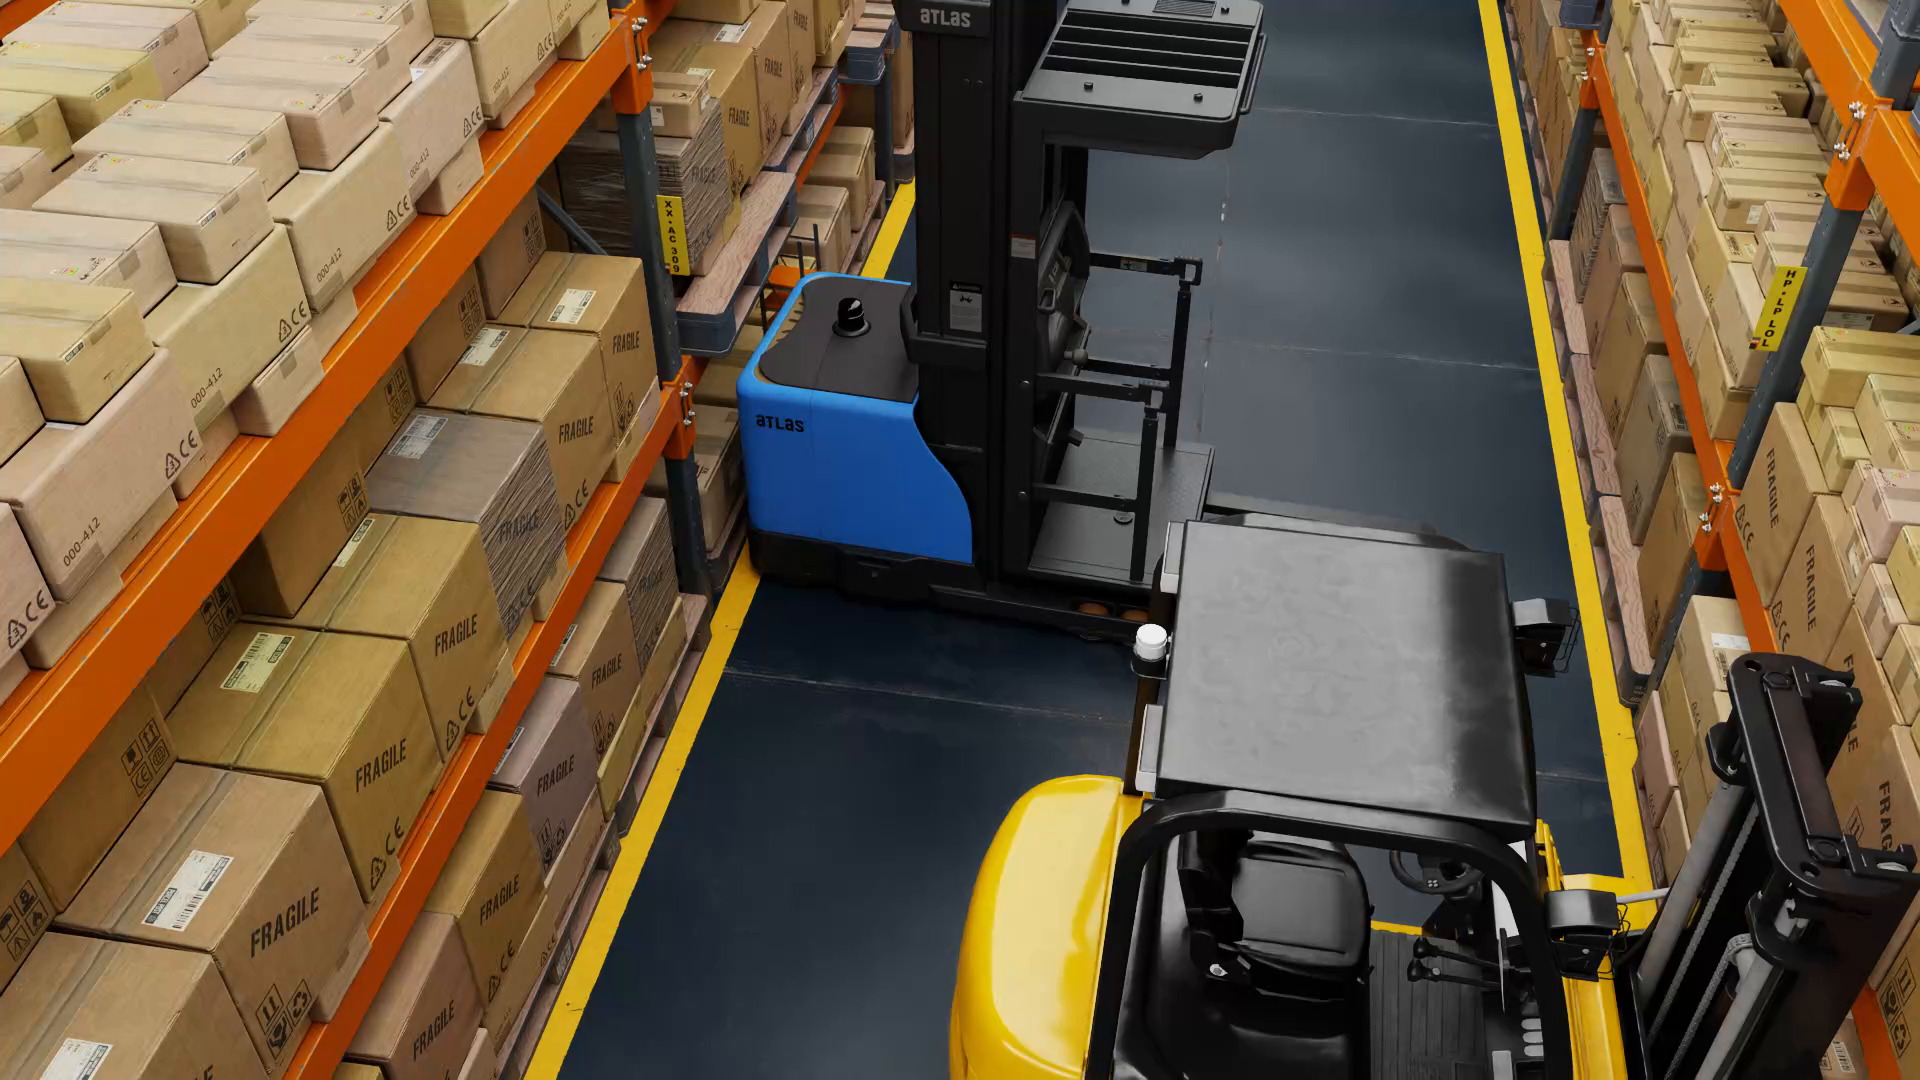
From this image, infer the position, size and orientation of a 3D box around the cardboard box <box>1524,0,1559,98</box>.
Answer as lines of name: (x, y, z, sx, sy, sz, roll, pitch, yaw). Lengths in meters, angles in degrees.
cardboard box: (4.095, -3.274, 11.085, 0.500, 0.500, 0.500, 5, 40, 6)

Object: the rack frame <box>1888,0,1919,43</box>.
rack frame: (3.285, -2.618, 3.951, 1.000, 3.000, 0.127, 6, 40, 8)

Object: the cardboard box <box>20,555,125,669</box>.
cardboard box: (-1.882, 0.090, 3.226, 0.380, 0.149, 0.250, 7, 40, 9)

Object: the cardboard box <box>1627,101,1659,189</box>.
cardboard box: (3.486, -1.868, 7.870, 0.500, 0.250, 0.500, 5, 40, 6)

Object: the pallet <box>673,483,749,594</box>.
pallet: (-1.471, -0.265, 8.002, 1.003, 0.211, 1.213, 6, 40, 8)

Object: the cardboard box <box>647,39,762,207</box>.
cardboard box: (-1.154, -1.743, 6.960, 0.500, 0.500, 0.500, 7, 40, 8)

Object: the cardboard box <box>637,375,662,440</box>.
cardboard box: (-1.359, -0.519, 6.318, 0.380, 0.149, 0.250, 6, 40, 7)

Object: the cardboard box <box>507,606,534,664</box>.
cardboard box: (-1.606, 0.276, 5.356, 0.380, 0.149, 0.250, 6, 40, 7)

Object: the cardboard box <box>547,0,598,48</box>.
cardboard box: (-1.416, -1.756, 5.147, 0.500, 0.250, 0.500, 6, 40, 7)

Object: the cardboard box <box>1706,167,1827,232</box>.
cardboard box: (3.162, -1.325, 6.508, 0.380, 0.149, 0.250, 5, 40, 6)

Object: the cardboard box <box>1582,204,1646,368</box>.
cardboard box: (3.751, -1.262, 8.554, 0.875, 0.625, 0.625, 8, 40, 9)

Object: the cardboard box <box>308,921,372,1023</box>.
cardboard box: (-1.789, 1.094, 4.367, 0.380, 0.149, 0.250, 7, 40, 8)

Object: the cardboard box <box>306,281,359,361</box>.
cardboard box: (-1.694, -0.554, 4.006, 0.380, 0.149, 0.250, 5, 40, 6)

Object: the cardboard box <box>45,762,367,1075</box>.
cardboard box: (-1.855, 0.914, 4.075, 0.500, 0.500, 0.500, 8, 40, 9)

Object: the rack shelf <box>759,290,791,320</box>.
rack shelf: (-0.791, -1.101, 7.863, 0.258, 0.103, 0.180, 11, 39, 16)

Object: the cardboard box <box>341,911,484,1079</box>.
cardboard box: (-1.795, 1.449, 4.980, 0.500, 0.500, 0.500, 5, 40, 6)

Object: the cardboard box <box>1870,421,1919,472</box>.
cardboard box: (2.946, -0.207, 4.922, 0.380, 0.149, 0.250, 6, 40, 7)

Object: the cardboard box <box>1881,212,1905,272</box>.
cardboard box: (3.700, -1.111, 6.249, 0.380, 0.149, 0.250, 6, 40, 8)

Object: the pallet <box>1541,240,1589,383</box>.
pallet: (3.797, -1.229, 9.168, 1.003, 0.211, 1.213, 6, 40, 8)

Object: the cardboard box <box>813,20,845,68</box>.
cardboard box: (-0.797, -2.524, 8.413, 0.380, 0.149, 0.250, 7, 40, 8)

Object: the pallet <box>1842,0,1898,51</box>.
pallet: (3.425, -1.943, 5.639, 0.805, 0.209, 1.217, 5, 40, 6)

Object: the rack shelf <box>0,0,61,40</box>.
rack shelf: (-6.151, -2.311, 8.853, 1.077, 0.370, 4.000, 6, 40, 8)

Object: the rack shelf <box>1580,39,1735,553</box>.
rack shelf: (3.631, -1.284, 7.610, 1.077, 0.370, 4.000, 6, 40, 8)

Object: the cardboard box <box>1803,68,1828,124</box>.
cardboard box: (3.874, -1.913, 7.219, 0.380, 0.149, 0.250, 7, 40, 9)

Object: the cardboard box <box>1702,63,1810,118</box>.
cardboard box: (3.469, -1.952, 7.267, 0.380, 0.149, 0.250, 6, 40, 8)

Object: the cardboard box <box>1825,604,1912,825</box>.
cardboard box: (2.791, 0.552, 4.747, 0.500, 0.500, 0.500, 6, 40, 7)

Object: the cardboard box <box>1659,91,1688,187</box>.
cardboard box: (3.400, -1.736, 7.318, 0.500, 0.250, 0.500, 7, 40, 8)

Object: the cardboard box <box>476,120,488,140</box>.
cardboard box: (-1.600, -1.213, 4.803, 0.380, 0.149, 0.250, 5, 40, 6)

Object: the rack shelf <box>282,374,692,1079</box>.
rack shelf: (-1.950, 0.681, 5.233, 1.077, 0.370, 4.000, 6, 40, 8)

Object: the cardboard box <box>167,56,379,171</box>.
cardboard box: (-1.618, -1.011, 3.933, 0.380, 0.149, 0.250, 7, 40, 8)

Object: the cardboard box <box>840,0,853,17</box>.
cardboard box: (-0.795, -3.035, 8.522, 0.500, 0.500, 0.500, 6, 40, 7)

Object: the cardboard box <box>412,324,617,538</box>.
cardboard box: (-1.518, -0.374, 5.633, 0.500, 0.500, 0.500, 8, 40, 9)

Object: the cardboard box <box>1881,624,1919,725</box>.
cardboard box: (2.721, 0.377, 4.450, 0.380, 0.149, 0.250, 5, 40, 6)

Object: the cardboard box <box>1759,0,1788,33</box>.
cardboard box: (4.080, -2.546, 7.985, 0.380, 0.149, 0.250, 6, 40, 8)

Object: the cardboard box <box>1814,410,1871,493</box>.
cardboard box: (2.928, -0.261, 5.221, 0.380, 0.149, 0.250, 7, 40, 9)

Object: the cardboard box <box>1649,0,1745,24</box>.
cardboard box: (3.568, -2.606, 8.057, 0.380, 0.149, 0.250, 7, 40, 9)

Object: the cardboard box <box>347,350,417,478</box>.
cardboard box: (-2.117, -0.507, 5.010, 0.700, 0.500, 0.500, 6, 40, 7)

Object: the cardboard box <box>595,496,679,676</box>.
cardboard box: (-1.442, 0.159, 6.541, 0.500, 0.500, 0.500, 6, 40, 7)

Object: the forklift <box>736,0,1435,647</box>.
forklift: (0.612, -1.035, 6.798, 3.031, 2.935, 1.130, 9, 40, 10)

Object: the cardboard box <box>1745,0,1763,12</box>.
cardboard box: (4.174, -2.639, 8.410, 0.500, 0.250, 0.500, 7, 40, 9)

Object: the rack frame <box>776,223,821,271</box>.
rack frame: (-0.757, -0.999, 8.050, 0.240, 1.200, 0.006, 11, 39, 16)

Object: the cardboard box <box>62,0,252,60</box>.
cardboard box: (-2.116, -1.402, 4.405, 0.380, 0.149, 0.250, 5, 40, 6)

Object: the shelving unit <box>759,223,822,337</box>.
shelving unit: (-0.787, -0.946, 7.982, 0.258, 1.200, 0.189, 11, 39, 16)

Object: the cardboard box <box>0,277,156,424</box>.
cardboard box: (-1.785, -0.367, 3.154, 0.380, 0.149, 0.250, 6, 40, 8)

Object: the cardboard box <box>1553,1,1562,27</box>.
cardboard box: (4.071, -3.432, 10.767, 0.380, 0.149, 0.250, 5, 40, 6)

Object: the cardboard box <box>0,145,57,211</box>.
cardboard box: (-2.205, -0.739, 3.605, 0.380, 0.149, 0.250, 5, 40, 6)

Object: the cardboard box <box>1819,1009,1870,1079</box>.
cardboard box: (2.621, 1.437, 4.798, 0.500, 0.250, 0.500, 6, 40, 7)

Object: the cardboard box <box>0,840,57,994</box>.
cardboard box: (-2.423, 0.776, 3.458, 0.700, 0.500, 0.500, 5, 40, 7)

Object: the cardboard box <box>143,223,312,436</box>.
cardboard box: (-1.785, -0.482, 3.606, 0.500, 0.250, 0.500, 8, 40, 9)

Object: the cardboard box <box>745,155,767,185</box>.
cardboard box: (-1.086, -1.727, 7.449, 0.380, 0.149, 0.250, 7, 40, 8)

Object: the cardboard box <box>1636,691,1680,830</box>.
cardboard box: (2.876, 0.859, 6.282, 0.500, 0.250, 0.500, 7, 40, 8)

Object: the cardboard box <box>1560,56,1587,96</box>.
cardboard box: (3.830, -2.778, 9.975, 0.380, 0.149, 0.250, 4, 40, 5)

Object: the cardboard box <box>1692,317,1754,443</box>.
cardboard box: (3.115, -0.593, 6.328, 0.500, 0.250, 0.500, 7, 40, 9)

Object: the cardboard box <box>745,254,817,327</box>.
cardboard box: (-1.276, -1.218, 8.698, 0.950, 0.372, 0.625, 8, 40, 9)

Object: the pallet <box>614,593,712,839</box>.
pallet: (-1.685, 0.649, 6.896, 1.003, 0.211, 1.213, 6, 40, 8)

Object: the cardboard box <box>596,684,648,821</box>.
cardboard box: (-1.524, 0.783, 6.374, 0.500, 0.250, 0.500, 5, 40, 6)

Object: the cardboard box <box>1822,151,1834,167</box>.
cardboard box: (3.823, -1.366, 6.871, 0.500, 0.250, 0.500, 5, 40, 7)

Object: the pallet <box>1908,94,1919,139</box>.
pallet: (3.163, -0.890, 4.285, 1.003, 0.211, 1.213, 6, 40, 8)
